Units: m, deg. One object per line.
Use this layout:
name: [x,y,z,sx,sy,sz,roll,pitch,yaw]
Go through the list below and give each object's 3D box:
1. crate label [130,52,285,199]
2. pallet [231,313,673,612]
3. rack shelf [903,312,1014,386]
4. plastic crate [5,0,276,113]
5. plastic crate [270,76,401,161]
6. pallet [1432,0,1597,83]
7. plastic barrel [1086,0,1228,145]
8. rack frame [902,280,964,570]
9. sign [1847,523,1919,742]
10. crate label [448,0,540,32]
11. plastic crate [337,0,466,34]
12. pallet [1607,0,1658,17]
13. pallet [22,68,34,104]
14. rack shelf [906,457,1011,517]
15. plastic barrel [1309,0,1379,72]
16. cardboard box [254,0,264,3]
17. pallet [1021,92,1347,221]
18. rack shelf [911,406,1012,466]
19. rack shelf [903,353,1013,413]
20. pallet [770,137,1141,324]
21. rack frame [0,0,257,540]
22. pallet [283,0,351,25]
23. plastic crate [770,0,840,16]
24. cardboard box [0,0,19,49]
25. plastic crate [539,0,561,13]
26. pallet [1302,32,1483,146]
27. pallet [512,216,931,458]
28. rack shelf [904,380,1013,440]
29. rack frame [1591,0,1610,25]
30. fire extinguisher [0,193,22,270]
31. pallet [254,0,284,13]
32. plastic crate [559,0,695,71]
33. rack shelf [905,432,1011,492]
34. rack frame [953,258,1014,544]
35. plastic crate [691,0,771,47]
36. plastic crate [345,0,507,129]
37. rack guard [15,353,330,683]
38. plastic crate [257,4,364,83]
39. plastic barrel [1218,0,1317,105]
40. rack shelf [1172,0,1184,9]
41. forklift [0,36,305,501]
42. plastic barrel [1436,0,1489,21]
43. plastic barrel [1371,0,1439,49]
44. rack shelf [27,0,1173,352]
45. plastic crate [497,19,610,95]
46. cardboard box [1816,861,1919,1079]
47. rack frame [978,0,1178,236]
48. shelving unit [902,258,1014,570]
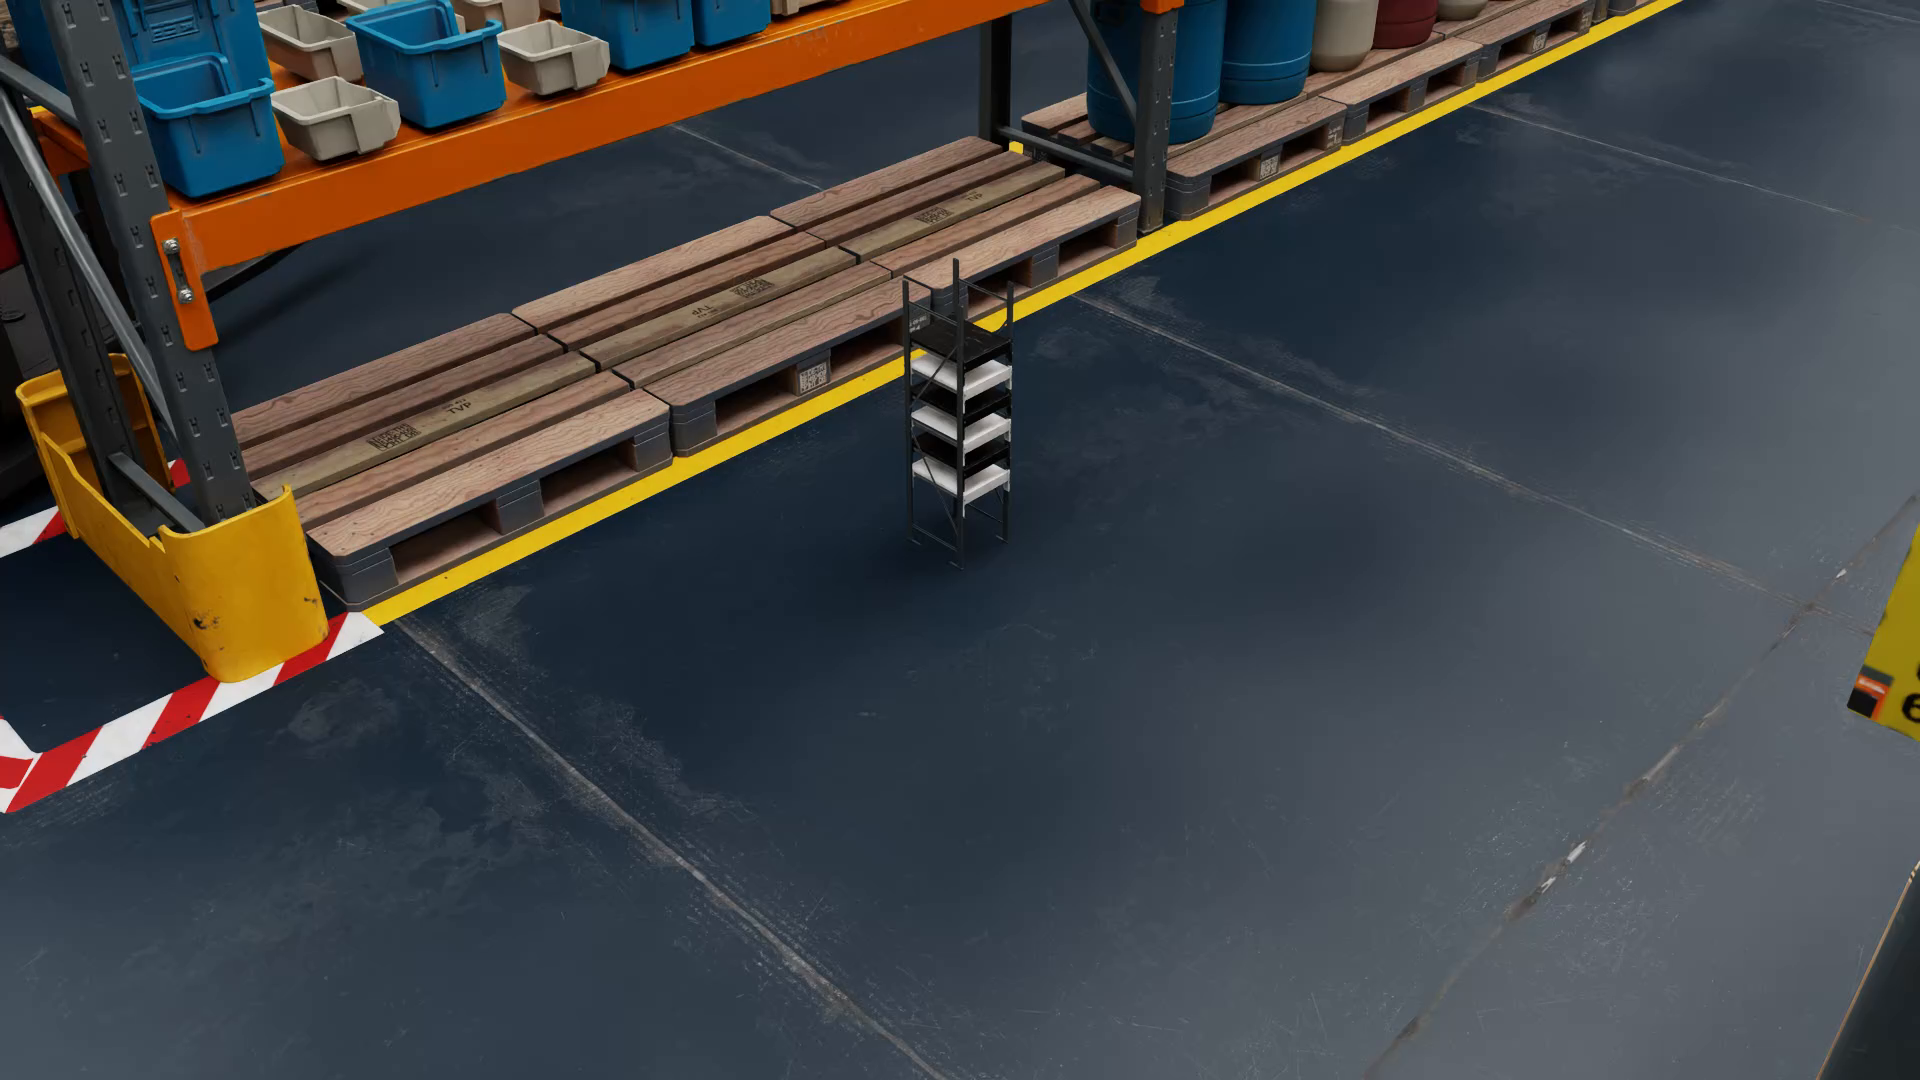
crate label: [-1.933,-1.056,4.235,0.416,0.233,0.303,30,45,35]
pallet: [-1.732,-0.308,5.507,1.003,0.211,1.213,30,45,35]
rack shelf: [-0.006,-0.560,4.852,0.258,0.077,0.200,30,45,35]
plastic crate: [-2.237,-1.383,4.527,0.616,0.435,0.499,30,45,35]
plastic crate: [-1.648,-1.113,4.402,0.250,0.136,0.298,30,45,35]
pallet: [2.770,-2.899,9.223,1.003,0.211,1.213,30,45,35]
plastic barrel: [0.873,-2.282,7.366,0.600,0.901,0.708,30,45,35]
rack frame: [-0.077,-0.325,4.929,0.240,0.900,0.006,30,45,35]
sign: [0.792,0.029,1.297,0.100,0.325,0.005,30,45,35]
crate label: [-1.501,-1.687,5.225,0.396,0.136,0.243,30,45,35]
plastic crate: [-1.680,-1.565,5.049,0.396,0.136,0.243,30,45,35]
pallet: [3.869,-3.535,10.134,1.003,0.211,1.213,30,45,35]
pallet: [-5.348,-2.341,8.422,1.003,0.211,1.213,30,45,35]
rack shelf: [-0.006,-0.191,5.110,0.258,0.077,0.200,30,45,35]
plastic barrel: [1.833,-2.602,8.167,0.421,0.512,0.421,0,35,0]
cardboard box: [-4.193,-3.452,9.068,0.875,0.875,0.875,30,45,35]
pallet: [1.051,-1.909,7.802,1.003,0.211,1.213,30,45,35]
rack shelf: [-0.006,-0.338,5.007,0.258,0.077,0.200,30,45,35]
rack shelf: [-0.006,-0.486,4.904,0.258,0.077,0.200,30,45,35]
pallet: [-0.013,-1.298,6.927,1.003,0.211,1.213,30,45,35]
rack frame: [-2.341,-1.132,4.251,1.000,3.000,0.127,30,45,35]
pallet: [-3.629,-3.331,9.842,1.003,0.211,1.213,30,45,35]
plastic crate: [-0.536,-1.844,5.451,0.293,0.136,0.466,30,45,35]
cardboard box: [-4.820,-3.091,8.550,0.875,0.875,0.875,30,45,35]
plastic crate: [-1.306,-1.815,5.408,0.298,0.136,0.250,30,45,35]
pallet: [1.910,-2.406,8.516,1.003,0.211,1.213,30,45,35]
pallet: [-0.873,-0.800,6.213,1.003,0.211,1.213,30,45,35]
rack shelf: [-0.006,-0.412,4.955,0.258,0.077,0.200,30,45,35]
rack frame: [3.296,-4.380,8.908,1.000,3.000,0.127,30,45,35]
fire extinguisher: [-2.769,-1.069,4.555,0.296,0.674,0.183,30,45,35]
pallet: [-4.488,-2.834,9.129,1.003,0.211,1.213,30,45,35]
plastic crate: [-1.005,-1.590,5.002,0.416,0.233,0.300,30,45,35]
rack shelf: [-0.006,-0.265,5.058,0.258,0.077,0.200,30,45,35]
rack frame: [0.066,-0.407,5.047,0.240,0.900,0.006,30,45,35]
plastic crate: [-0.794,-1.712,5.177,0.416,0.233,0.300,30,45,35]
plastic crate: [-1.469,-1.323,4.619,0.416,0.233,0.300,30,45,35]
rack guard: [-2.348,-0.092,4.945,1.175,0.500,0.348,30,45,35]
plastic crate: [-1.895,-1.453,4.889,0.396,0.136,0.243,30,45,35]
plastic barrel: [1.372,-2.569,7.779,0.600,0.901,0.708,30,45,35]
rack shelf: [1.887,-3.273,7.949,1.077,0.370,4.000,30,45,35]
forklift: [-3.407,-1.616,5.006,1.130,2.935,3.031,13,37,18]
plastic barrel: [2.629,-3.061,8.824,0.421,0.512,0.421,0,35,0]
plastic barrel: [2.168,-2.899,8.526,0.600,0.588,0.708,30,45,35]
rack shelf: [-0.932,-1.649,5.621,1.077,0.370,4.000,30,45,35]
plastic crate: [-1.170,-1.388,4.797,0.250,0.136,0.298,30,45,35]
cardboard box: [1.294,0.533,1.776,0.500,0.500,0.500,-28,44,-34]
rack frame: [0.478,-2.756,6.580,1.000,3.000,0.127,30,45,35]
shelving unit: [-0.006,-0.366,4.988,0.258,0.900,0.210,30,45,35]
